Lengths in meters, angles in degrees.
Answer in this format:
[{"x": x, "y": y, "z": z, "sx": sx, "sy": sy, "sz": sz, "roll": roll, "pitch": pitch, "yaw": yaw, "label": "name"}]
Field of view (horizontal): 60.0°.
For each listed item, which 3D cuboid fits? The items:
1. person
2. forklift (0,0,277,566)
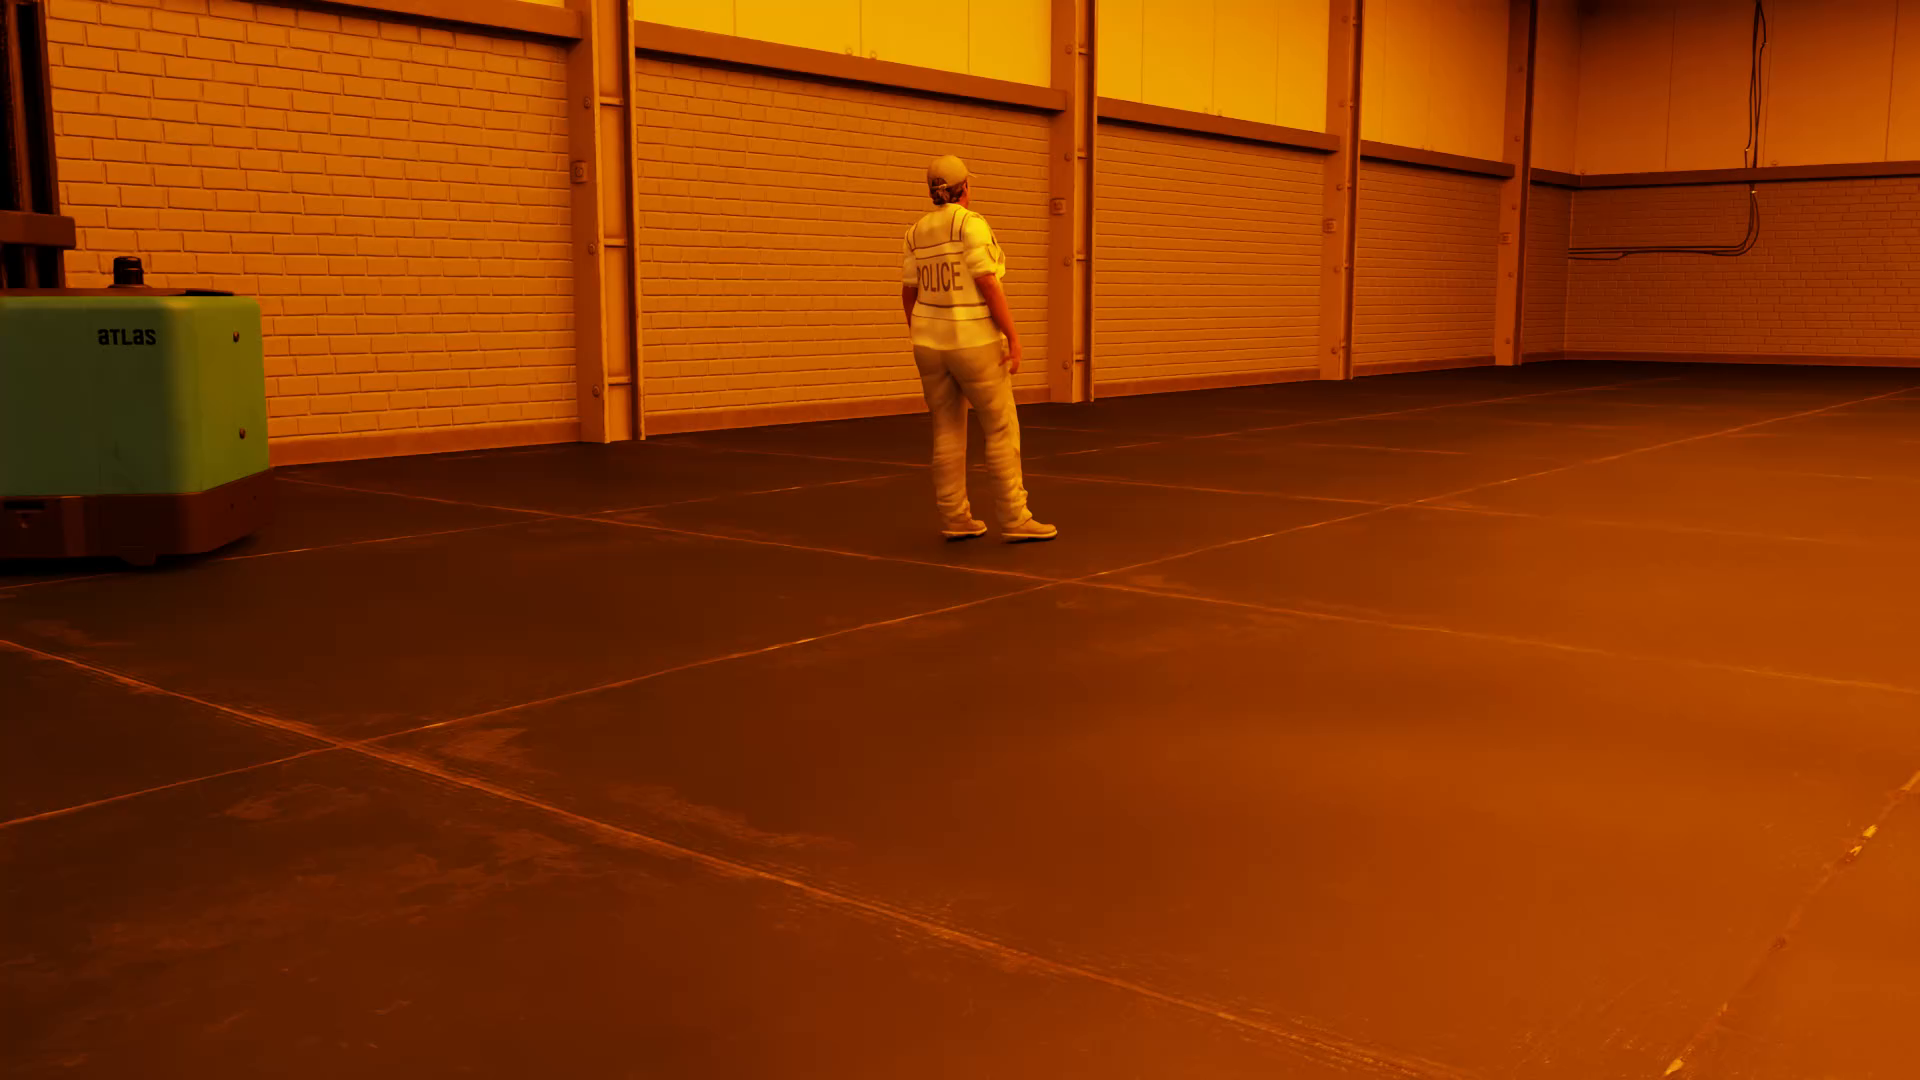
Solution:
[{"x": 0.066, "y": -0.838, "z": 7.328, "sx": 0.598, "sy": 1.670, "sz": 0.529, "roll": 7, "pitch": 11, "yaw": 38, "label": "person"}, {"x": -4.525, "y": -1.374, "z": 6.670, "sx": 3.031, "sy": 2.935, "sz": 1.130, "roll": -1, "pitch": 8, "yaw": -6, "label": "forklift"}]
